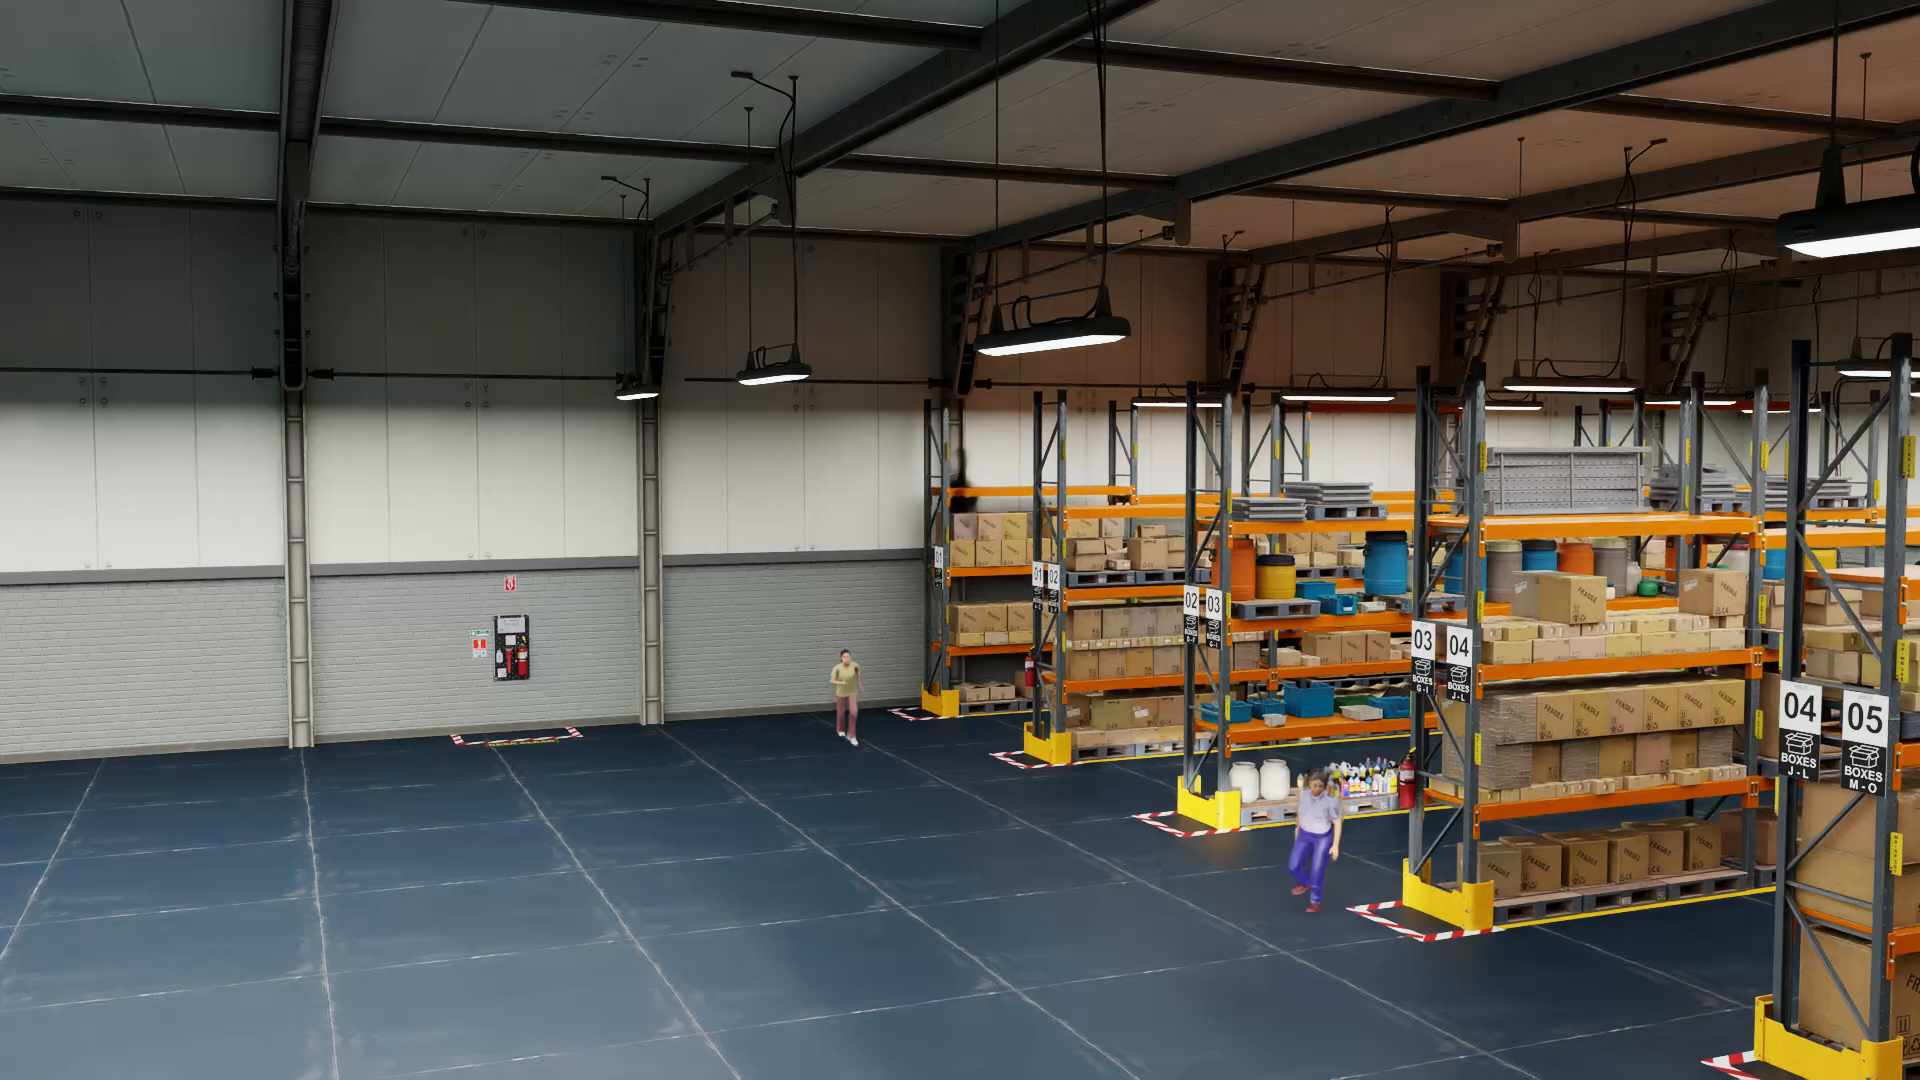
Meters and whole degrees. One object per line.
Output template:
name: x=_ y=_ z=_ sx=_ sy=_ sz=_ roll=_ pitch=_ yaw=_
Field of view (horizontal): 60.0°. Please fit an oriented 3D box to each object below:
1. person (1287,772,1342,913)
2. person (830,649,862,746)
person: x=3.914 y=3.290 z=18.314 sx=0.708 sy=1.582 sz=0.614 roll=2 pitch=4 yaw=35
person: x=-1.957 y=2.674 z=28.559 sx=0.581 sy=1.637 sz=0.936 roll=-1 pitch=3 yaw=-11
